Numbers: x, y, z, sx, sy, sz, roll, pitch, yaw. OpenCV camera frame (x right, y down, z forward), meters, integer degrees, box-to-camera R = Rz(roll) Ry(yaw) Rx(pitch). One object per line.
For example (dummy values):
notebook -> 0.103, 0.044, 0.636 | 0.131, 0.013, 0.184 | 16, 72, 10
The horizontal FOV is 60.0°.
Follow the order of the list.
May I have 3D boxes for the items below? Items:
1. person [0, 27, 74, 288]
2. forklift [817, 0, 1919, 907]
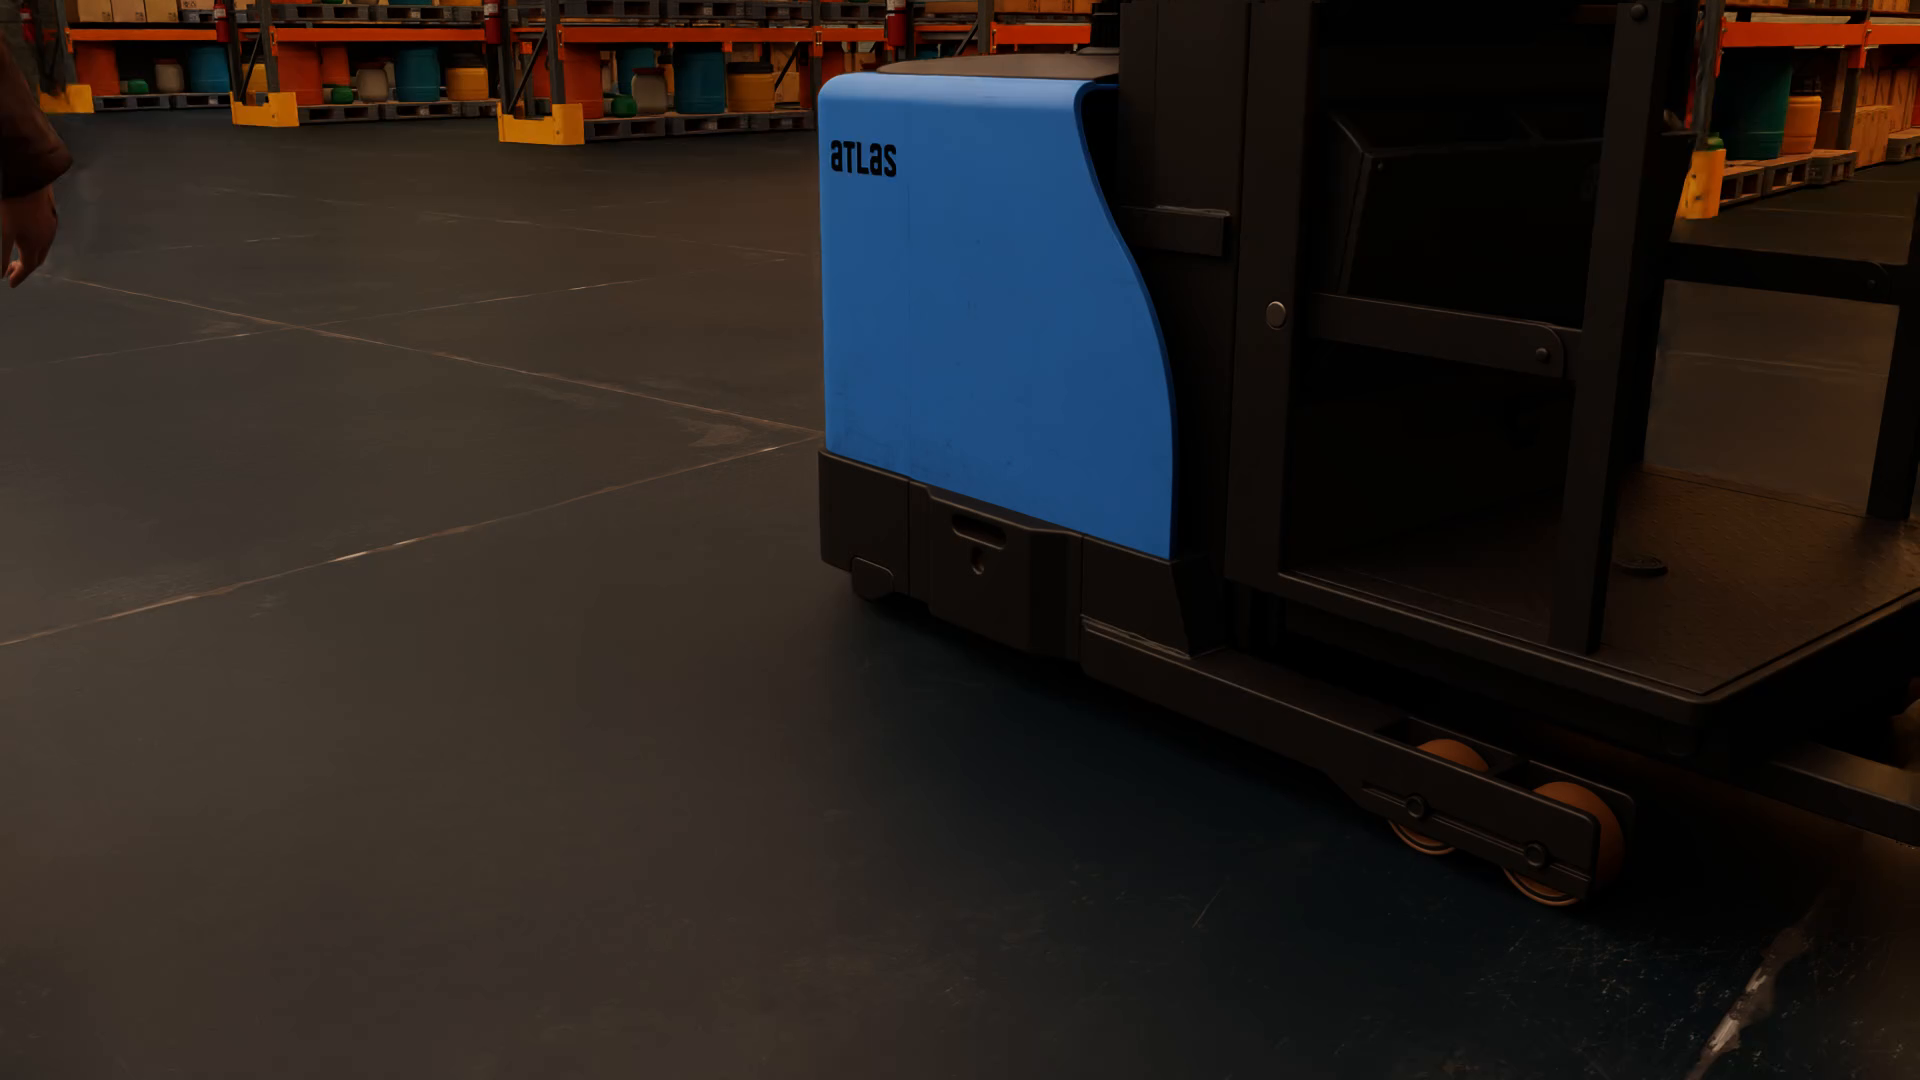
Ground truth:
person -> -1.560, -0.164, 1.960 | 0.628, 1.575, 0.963 | 2, 17, 8
forklift -> 1.030, -1.064, 2.403 | 1.130, 2.935, 3.031 | -14, 22, -38
